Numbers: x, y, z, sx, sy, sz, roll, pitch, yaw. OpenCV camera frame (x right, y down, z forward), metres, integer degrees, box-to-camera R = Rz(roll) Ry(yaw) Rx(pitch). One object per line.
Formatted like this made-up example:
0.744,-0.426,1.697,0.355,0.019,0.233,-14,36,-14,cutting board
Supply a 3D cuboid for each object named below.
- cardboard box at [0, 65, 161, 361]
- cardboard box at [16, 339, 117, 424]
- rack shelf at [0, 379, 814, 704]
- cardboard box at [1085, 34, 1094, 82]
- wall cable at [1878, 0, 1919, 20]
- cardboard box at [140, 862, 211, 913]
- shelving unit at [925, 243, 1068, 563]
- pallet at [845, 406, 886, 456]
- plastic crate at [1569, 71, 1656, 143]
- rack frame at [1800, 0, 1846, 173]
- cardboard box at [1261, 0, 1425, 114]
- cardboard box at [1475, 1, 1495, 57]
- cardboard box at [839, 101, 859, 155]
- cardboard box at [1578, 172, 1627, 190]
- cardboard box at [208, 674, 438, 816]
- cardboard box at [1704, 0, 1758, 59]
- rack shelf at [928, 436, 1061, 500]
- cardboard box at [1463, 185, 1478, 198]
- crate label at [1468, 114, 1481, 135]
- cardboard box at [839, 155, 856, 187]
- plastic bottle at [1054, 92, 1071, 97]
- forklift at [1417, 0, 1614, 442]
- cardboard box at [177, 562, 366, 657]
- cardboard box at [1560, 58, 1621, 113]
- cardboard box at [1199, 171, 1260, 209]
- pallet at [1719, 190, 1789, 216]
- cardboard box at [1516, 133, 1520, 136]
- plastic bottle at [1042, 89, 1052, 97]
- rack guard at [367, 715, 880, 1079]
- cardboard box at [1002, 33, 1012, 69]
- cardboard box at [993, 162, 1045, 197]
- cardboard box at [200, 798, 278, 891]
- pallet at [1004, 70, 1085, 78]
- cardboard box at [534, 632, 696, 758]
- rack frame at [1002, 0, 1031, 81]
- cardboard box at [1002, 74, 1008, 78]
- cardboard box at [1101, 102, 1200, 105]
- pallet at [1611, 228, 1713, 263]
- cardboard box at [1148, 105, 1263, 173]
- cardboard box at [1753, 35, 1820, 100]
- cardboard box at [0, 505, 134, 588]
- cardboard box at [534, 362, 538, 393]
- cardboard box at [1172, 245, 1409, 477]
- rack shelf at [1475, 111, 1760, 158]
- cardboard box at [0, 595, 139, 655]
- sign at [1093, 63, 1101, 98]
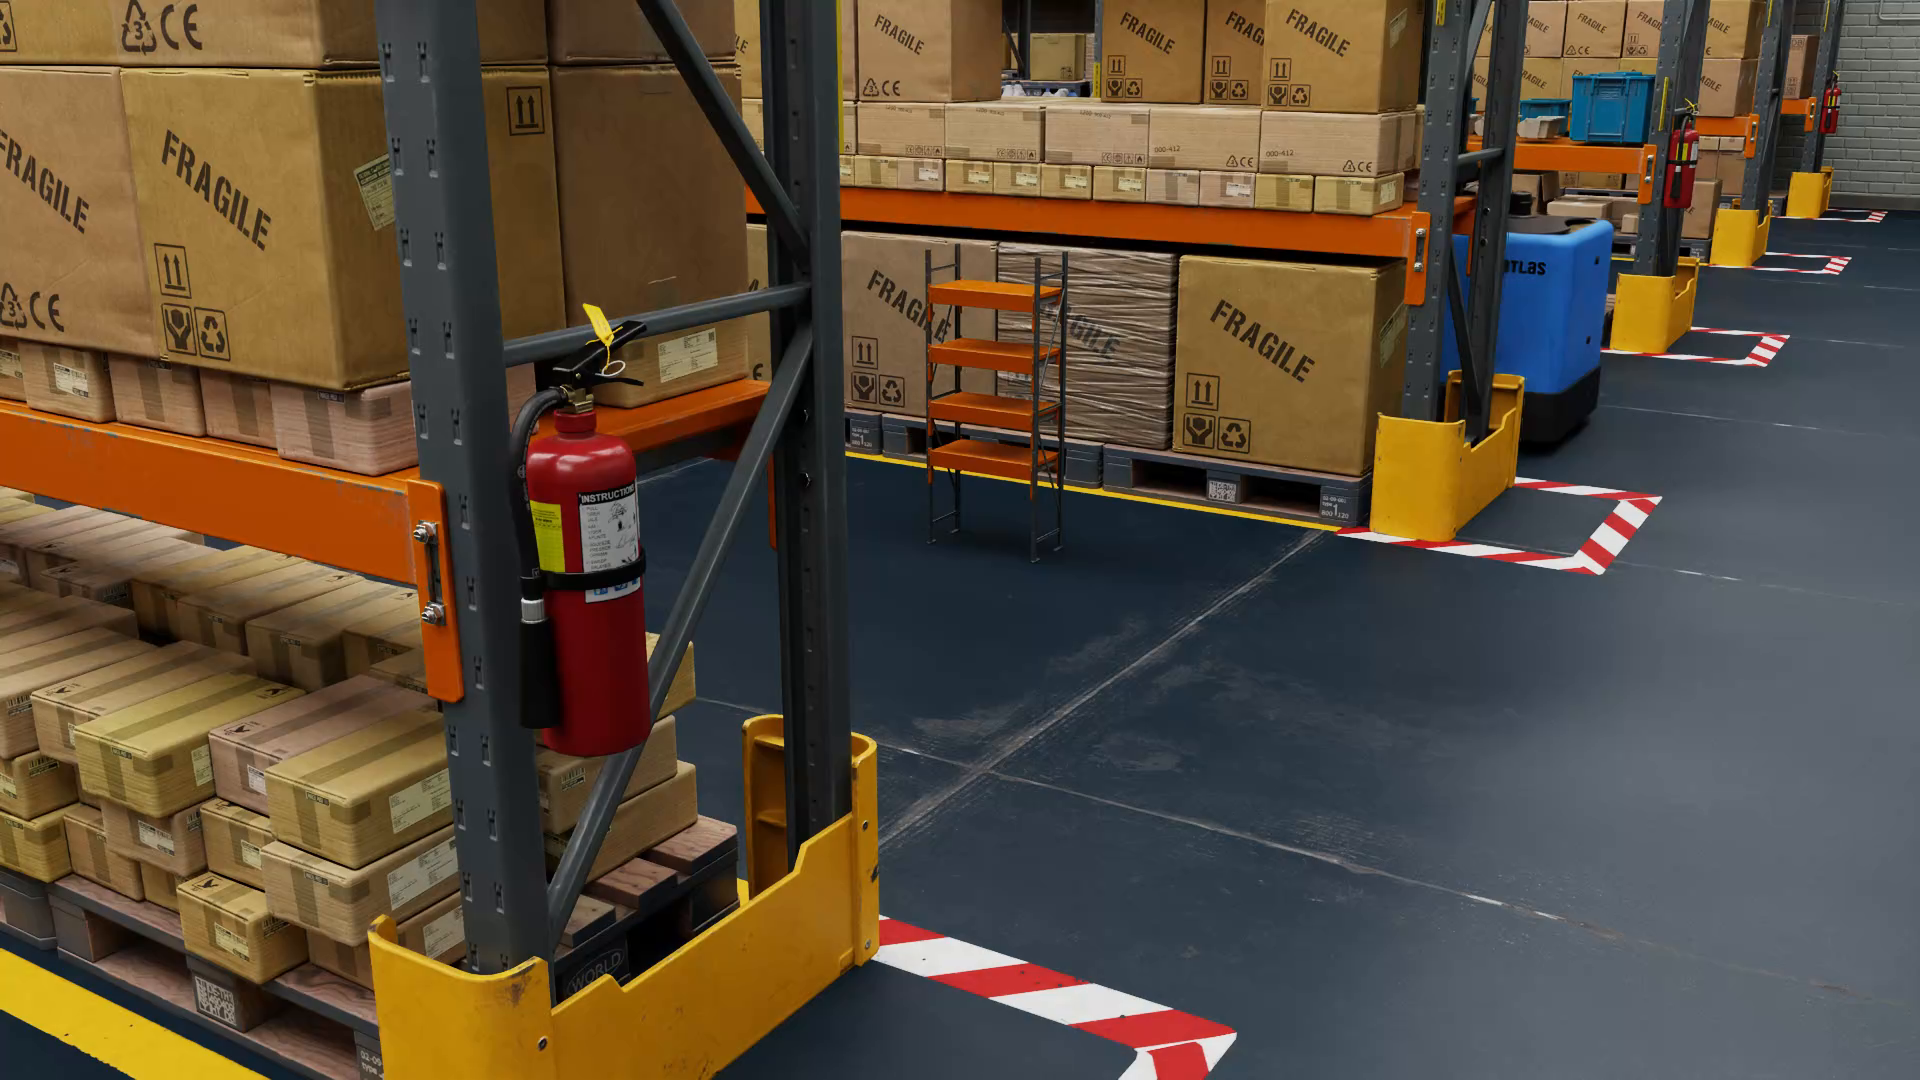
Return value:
-1.501,-0.653,3.187,0.500,0.500,0.500,10,19,29,cardboard box
-1.616,-0.353,3.314,0.250,0.149,0.380,11,20,32,cardboard box
-2.251,-0.339,4.074,4.000,0.370,1.077,10,20,30,rack shelf
1.781,-5.256,18.130,0.500,0.500,0.700,15,22,40,cardboard box
11.498,-5.798,19.059,1.851,1.984,0.084,10,20,30,wall cable
-1.557,0.680,3.663,0.250,0.149,0.380,10,20,30,cardboard box
0.141,-0.549,6.624,0.503,1.200,0.258,10,20,30,shelving unit
-0.666,-0.731,8.925,1.213,0.211,1.003,10,20,30,pallet
4.344,-2.869,11.001,0.499,0.435,0.616,10,20,30,plastic crate
9.912,-5.272,19.077,0.127,3.000,1.000,10,20,30,rack frame
1.582,-2.030,6.860,0.500,0.500,0.500,10,20,31,cardboard box
5.046,-4.882,15.898,0.500,0.500,0.500,9,19,28,cardboard box
-0.589,-2.058,8.241,0.500,0.250,0.500,10,20,30,cardboard box
7.949,-4.591,20.411,0.500,0.500,0.700,11,20,31,cardboard box
-1.315,0.429,3.466,0.250,0.149,0.380,11,20,31,cardboard box
6.799,-4.571,14.875,0.500,0.500,0.500,10,20,30,cardboard box
0.141,-0.295,6.701,0.480,0.148,0.258,10,20,30,rack shelf
5.187,-3.447,16.937,0.500,0.311,0.500,10,20,30,cardboard box
3.448,-2.884,11.566,0.243,0.136,0.396,10,20,30,crate label
-0.522,-1.833,8.188,0.250,0.149,0.380,10,19,29,cardboard box
0.814,-3.348,12.954,0.135,0.276,0.152,10,20,30,plastic bottle
1.922,-2.171,8.987,3.031,2.935,1.130,10,20,31,forklift
-1.747,0.192,4.248,0.250,0.149,0.380,11,20,32,cardboard box
5.932,-4.249,15.535,0.500,0.500,0.500,10,20,30,cardboard box
1.222,-1.522,7.164,0.250,0.149,0.380,10,20,30,cardboard box
9.190,-4.040,19.819,1.213,0.211,1.003,10,20,30,pallet
7.067,-5.128,21.065,0.250,0.149,0.380,10,20,30,cardboard box
0.727,-3.610,13.827,0.097,0.271,0.097,0,17,0,plastic bottle
-0.612,0.806,3.369,0.348,0.500,1.175,10,20,30,rack guard
0.575,-7.183,24.439,0.500,0.500,0.700,13,21,36,cardboard box
0.357,-1.677,7.673,0.250,0.149,0.380,11,20,31,cardboard box
-1.341,0.579,3.484,0.250,0.149,0.380,10,19,29,cardboard box
1.387,-6.688,24.069,1.213,0.211,1.003,10,20,30,pallet
-0.816,0.336,3.774,0.250,0.149,0.380,9,19,28,cardboard box
0.506,-5.262,19.042,0.127,3.000,1.000,10,20,30,rack frame
0.218,-5.285,19.273,0.500,0.311,0.500,12,20,33,cardboard box
0.995,-1.957,7.910,0.500,0.250,0.500,9,19,28,cardboard box
6.578,-2.843,15.878,1.213,0.211,1.003,10,20,30,pallet
1.151,-1.748,7.221,0.500,0.250,0.500,10,19,29,cardboard box
9.472,-5.491,19.281,0.700,0.700,0.980,11,20,33,cardboard box
-2.602,0.023,4.803,0.250,0.149,0.380,9,19,27,cardboard box
-0.890,-0.418,3.527,0.250,0.149,0.380,11,20,32,cardboard box
1.548,-0.854,7.464,0.875,0.875,0.875,10,20,30,cardboard box
5.618,-4.005,16.142,4.000,0.370,1.077,10,20,30,rack shelf
-2.214,0.272,3.985,0.250,0.149,0.380,9,19,28,cardboard box
1.029,-3.424,12.515,0.005,0.325,0.100,10,20,30,sign
